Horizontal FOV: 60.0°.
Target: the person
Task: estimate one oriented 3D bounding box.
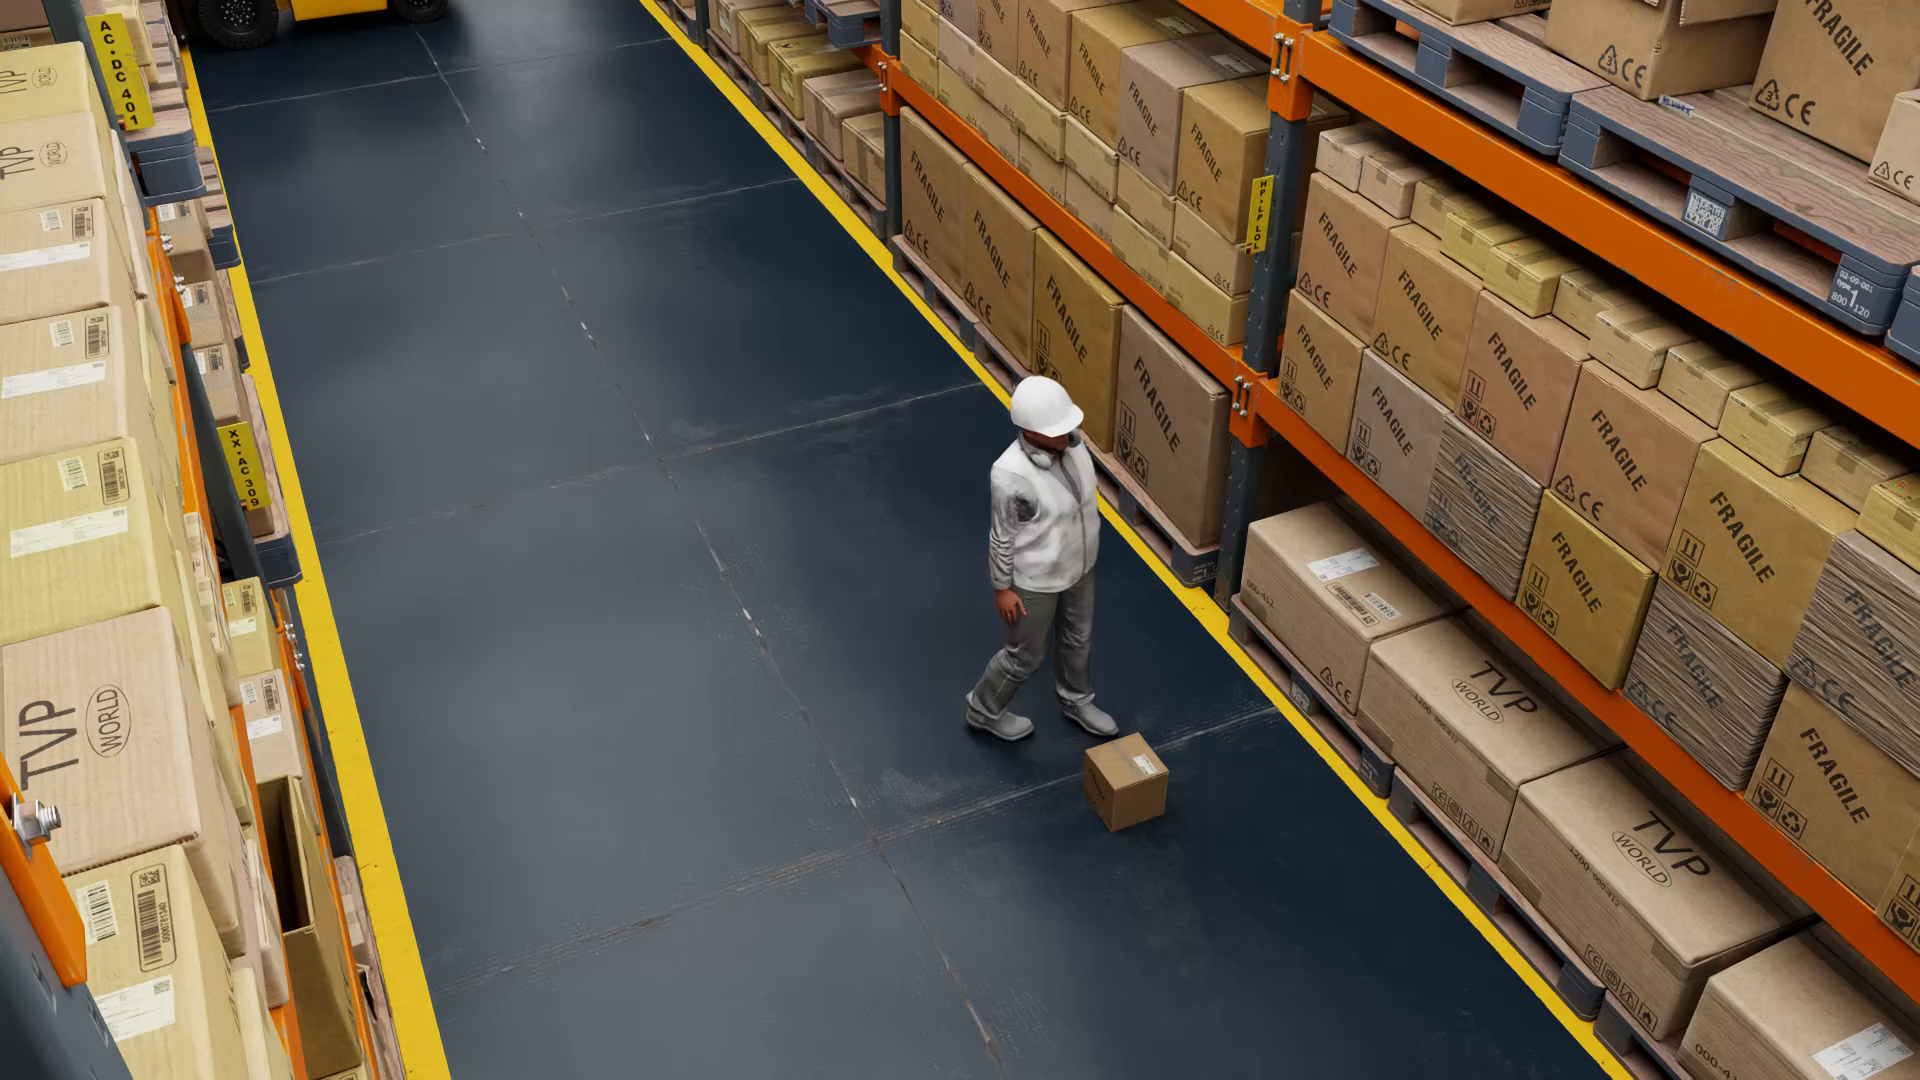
[{"bbox_3d":[0.369,0.103,6.688,0.589,1.772,0.554,25,44,29],"label":"person"}]
